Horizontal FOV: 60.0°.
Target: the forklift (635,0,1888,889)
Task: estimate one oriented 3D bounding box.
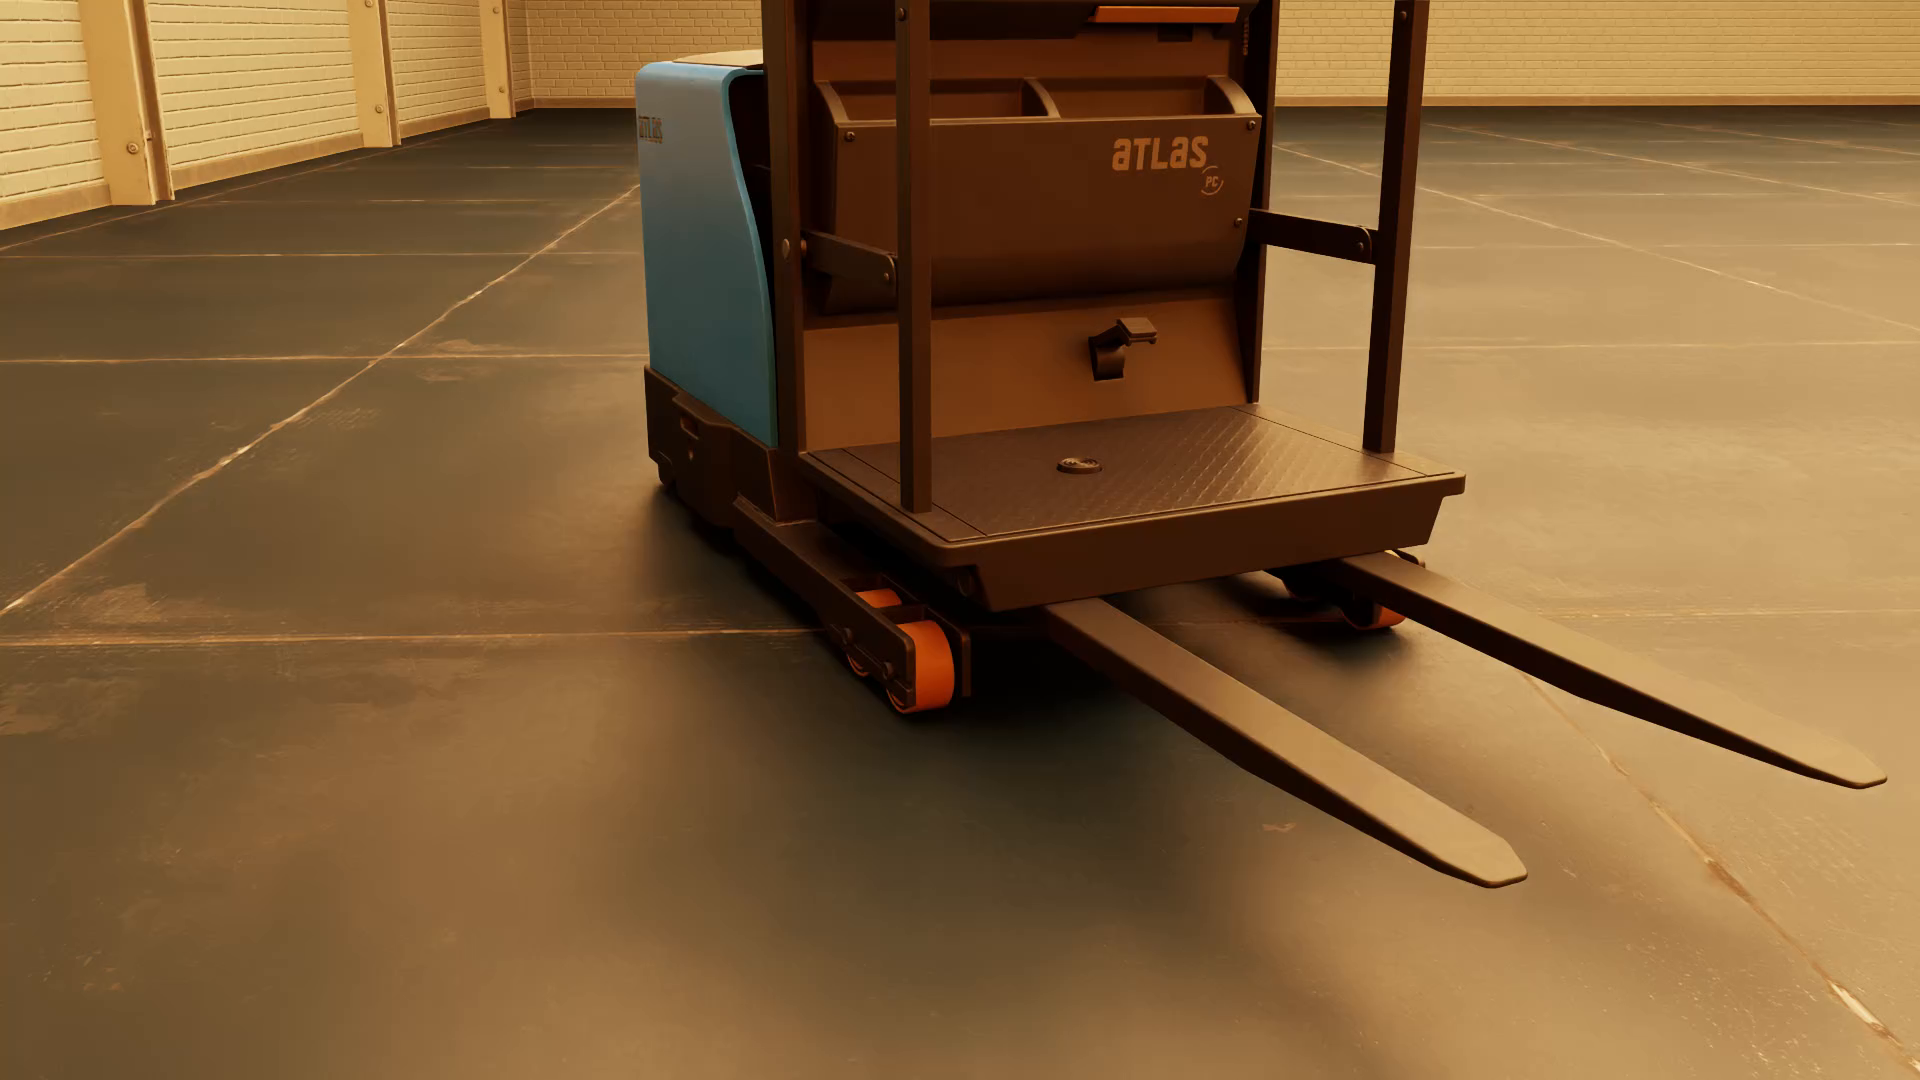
[{"bbox_3d":[0.258,-1.240,2.962,1.130,2.935,3.031,-8,19,-24],"label":"forklift"}]
